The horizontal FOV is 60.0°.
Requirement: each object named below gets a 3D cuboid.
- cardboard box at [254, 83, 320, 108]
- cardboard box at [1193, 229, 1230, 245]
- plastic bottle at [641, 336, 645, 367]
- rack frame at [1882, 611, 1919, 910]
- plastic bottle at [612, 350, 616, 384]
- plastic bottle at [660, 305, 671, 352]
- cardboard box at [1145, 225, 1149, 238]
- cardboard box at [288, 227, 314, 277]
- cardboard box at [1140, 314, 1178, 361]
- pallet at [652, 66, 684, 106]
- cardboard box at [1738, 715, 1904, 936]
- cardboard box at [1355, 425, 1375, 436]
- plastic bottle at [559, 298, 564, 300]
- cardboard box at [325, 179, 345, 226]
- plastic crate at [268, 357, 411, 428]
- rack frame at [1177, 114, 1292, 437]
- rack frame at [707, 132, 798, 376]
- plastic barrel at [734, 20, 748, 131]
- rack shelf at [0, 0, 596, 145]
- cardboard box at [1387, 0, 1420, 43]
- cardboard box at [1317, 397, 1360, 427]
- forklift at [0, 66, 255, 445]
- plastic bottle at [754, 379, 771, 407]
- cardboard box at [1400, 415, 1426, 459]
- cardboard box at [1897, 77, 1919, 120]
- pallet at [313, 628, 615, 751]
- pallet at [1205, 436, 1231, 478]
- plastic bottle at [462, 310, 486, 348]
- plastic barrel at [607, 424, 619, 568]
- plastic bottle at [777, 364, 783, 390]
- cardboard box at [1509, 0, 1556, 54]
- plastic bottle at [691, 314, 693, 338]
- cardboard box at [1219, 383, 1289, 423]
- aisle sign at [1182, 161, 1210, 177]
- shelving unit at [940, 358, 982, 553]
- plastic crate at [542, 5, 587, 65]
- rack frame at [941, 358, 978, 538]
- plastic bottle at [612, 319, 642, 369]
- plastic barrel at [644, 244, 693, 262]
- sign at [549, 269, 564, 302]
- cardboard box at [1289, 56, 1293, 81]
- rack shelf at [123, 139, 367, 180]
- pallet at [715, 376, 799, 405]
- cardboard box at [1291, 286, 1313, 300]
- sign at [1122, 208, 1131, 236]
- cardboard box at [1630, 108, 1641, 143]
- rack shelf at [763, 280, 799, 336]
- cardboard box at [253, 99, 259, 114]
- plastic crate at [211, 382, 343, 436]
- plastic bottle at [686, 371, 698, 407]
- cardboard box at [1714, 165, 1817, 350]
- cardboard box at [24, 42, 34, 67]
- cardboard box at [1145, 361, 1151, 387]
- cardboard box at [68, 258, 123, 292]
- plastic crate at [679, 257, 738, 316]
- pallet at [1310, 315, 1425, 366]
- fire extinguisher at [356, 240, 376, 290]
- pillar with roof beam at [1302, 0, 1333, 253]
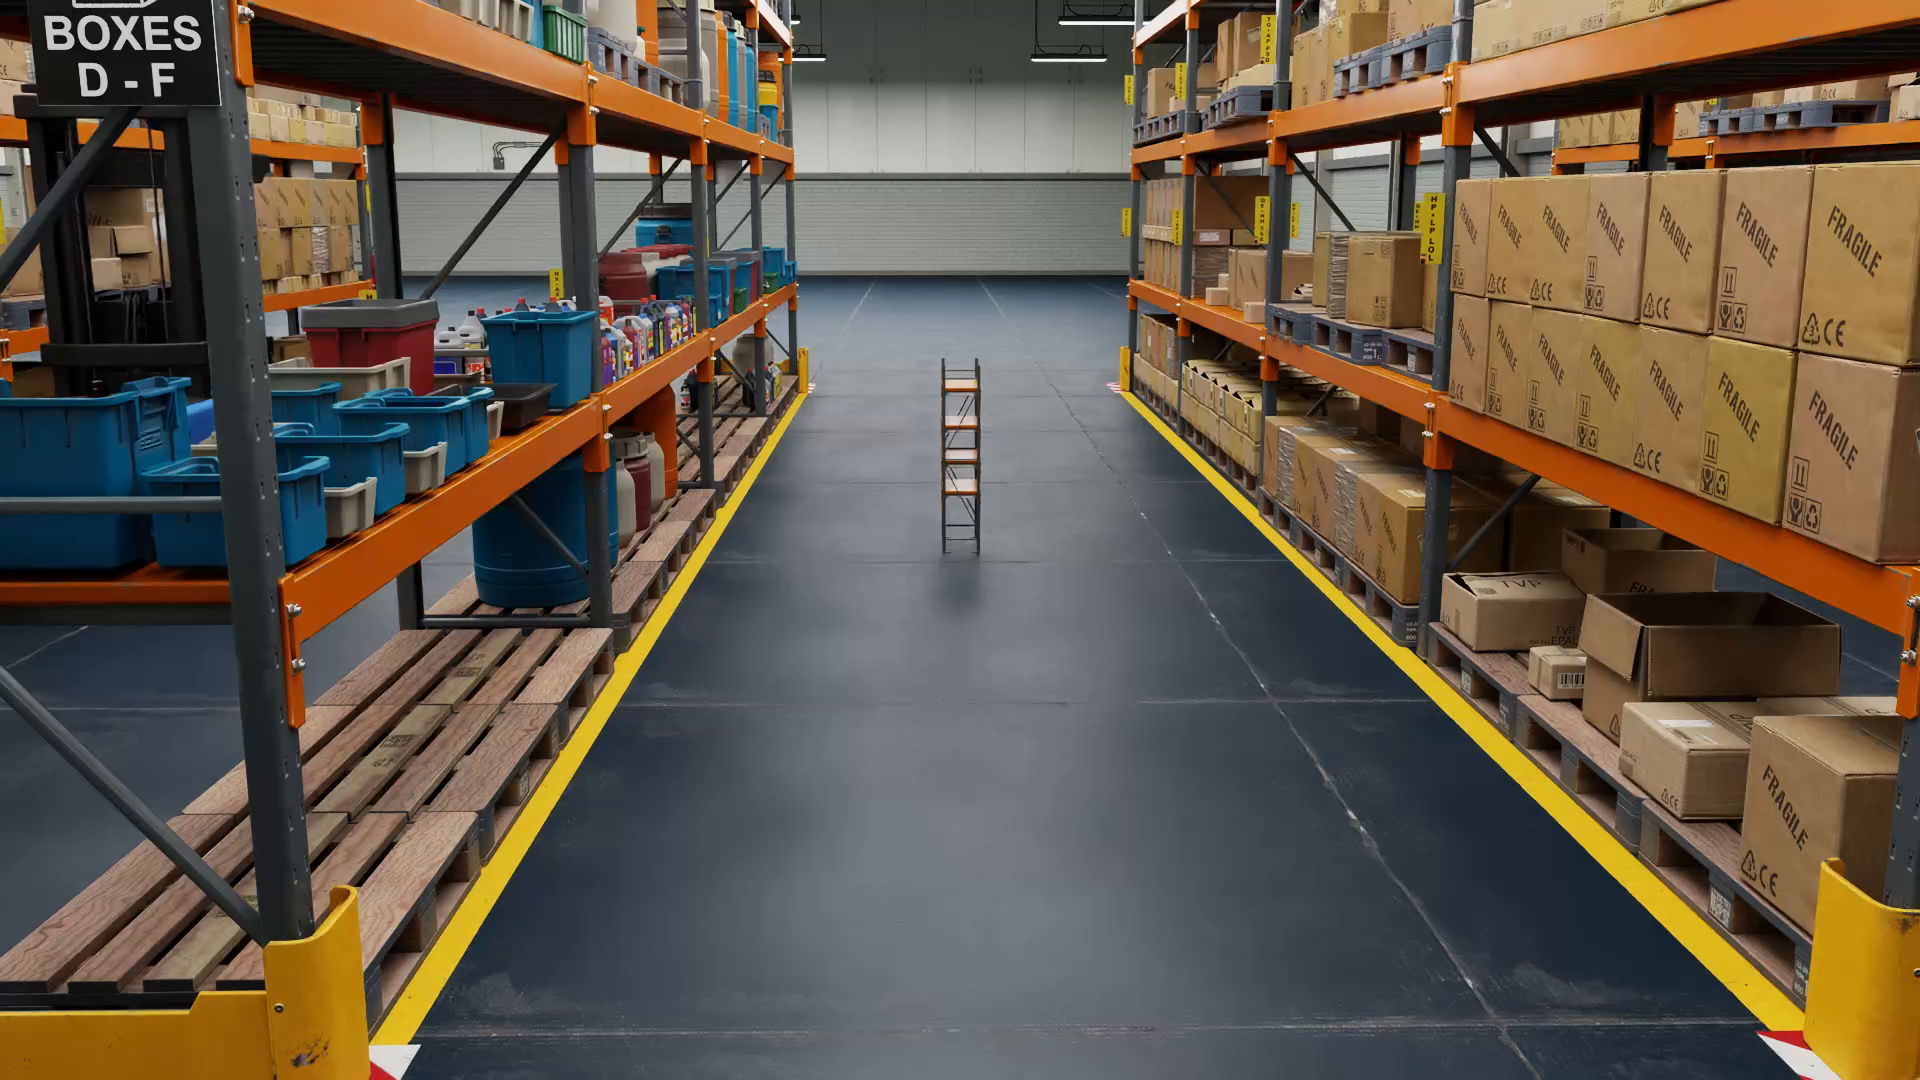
[{"bbox_3d":[-7.107,-4.836,17.548,0.500,0.500,0.500,0,11,-1],"label":"cardboard box"},{"bbox_3d":[2.375,-2.898,15.915,0.380,0.149,0.250,0,11,-1],"label":"cardboard box"},{"bbox_3d":[-1.815,-1.071,9.294,0.097,0.201,0.097,0,11,0],"label":"plastic bottle"},{"bbox_3d":[2.843,-0.092,3.969,1.000,3.000,0.127,0,11,-1],"label":"rack frame"},{"bbox_3d":[-1.797,-0.894,8.423,0.097,0.201,0.097,0,11,0],"label":"plastic bottle"},{"bbox_3d":[-1.816,-1.300,10.215,0.061,0.283,0.133,0,11,-1],"label":"plastic bottle"},{"bbox_3d":[2.313,-3.508,18.925,0.380,0.149,0.250,-1,11,-3],"label":"cardboard box"},{"bbox_3d":[-7.312,-3.020,17.402,0.875,0.500,0.500,0,11,-1],"label":"cardboard box"},{"bbox_3d":[2.313,-2.292,18.784,0.500,0.500,0.500,0,11,-1],"label":"cardboard box"},{"bbox_3d":[-2.357,-2.888,10.680,1.003,0.211,1.213,0,11,-1],"label":"pallet"},{"bbox_3d":[2.585,0.810,4.702,0.500,0.500,0.500,0,11,-1],"label":"cardboard box"},{"bbox_3d":[2.932,-0.488,11.101,0.500,0.500,0.500,0,11,1],"label":"cardboard box"},{"bbox_3d":[-2.628,-1.453,10.969,0.061,0.283,0.133,0,11,-1],"label":"plastic bottle"},{"bbox_3d":[-7.118,-3.710,18.287,0.500,0.500,0.500,0,11,-1],"label":"cardboard box"},{"bbox_3d":[-2.345,-0.535,6.298,0.437,0.282,0.530,0,11,-1],"label":"plastic crate"},{"bbox_3d":[2.595,-2.478,15.727,1.000,3.000,0.127,0,11,-1],"label":"rack frame"},{"bbox_3d":[-2.440,-3.253,19.550,1.000,3.000,0.127,0,11,-1],"label":"rack frame"},{"bbox_3d":[-2.116,-3.944,14.148,0.600,0.901,0.600,0,11,0],"label":"plastic barrel"},{"bbox_3d":[-2.151,-1.588,5.606,1.077,0.370,4.000,0,11,-1],"label":"rack shelf"},{"bbox_3d":[2.793,-3.027,9.331,0.600,0.600,0.600,-1,11,-3],"label":"cardboard box"},{"bbox_3d":[2.960,-0.921,12.503,0.500,0.311,0.500,0,11,1],"label":"cardboard box"},{"bbox_3d":[-4.875,-1.285,10.021,1.130,2.935,3.031,-1,11,-4],"label":"forklift"},{"bbox_3d":[-1.960,-1.468,16.495,0.152,0.276,0.135,0,11,1],"label":"plastic bottle"},{"bbox_3d":[2.962,-0.641,9.969,0.500,0.250,0.500,0,11,-2],"label":"cardboard box"},{"bbox_3d":[7.345,-3.282,12.320,0.500,0.311,0.500,0,11,-1],"label":"cardboard box"},{"bbox_3d":[-2.138,0.645,7.349,1.003,0.211,1.213,0,11,-1],"label":"pallet"},{"bbox_3d":[2.677,-0.722,14.085,1.003,0.211,1.213,0,11,-1],"label":"pallet"},{"bbox_3d":[-2.538,-1.025,8.691,0.144,0.351,0.185,0,11,-1],"label":"plastic bottle"},{"bbox_3d":[-2.201,-0.294,9.186,0.600,0.901,0.708,0,11,-1],"label":"plastic barrel"},{"bbox_3d":[-1.943,-1.751,17.871,0.061,0.283,0.133,0,11,0],"label":"plastic bottle"},{"bbox_3d":[2.529,-2.087,6.634,0.500,0.250,0.500,0,11,-1],"label":"cardboard box"},{"bbox_3d":[-1.856,-1.464,11.230,0.097,0.201,0.097,0,11,0],"label":"plastic bottle"},{"bbox_3d":[2.396,-1.122,13.496,0.500,0.311,0.500,0,11,-2],"label":"cardboard box"},{"bbox_3d":[2.805,-4.561,19.458,0.394,0.787,0.004,0,11,-1],"label":"aisle sign"},{"bbox_3d":[0.003,-0.555,10.778,0.258,1.200,0.503,0,11,-1],"label":"shelving unit"},{"bbox_3d":[-1.881,-2.151,7.106,0.450,0.188,0.662,0,11,-1],"label":"plastic crate"},{"bbox_3d":[-0.002,-0.604,11.017,0.240,1.200,0.015,0,11,-1],"label":"rack frame"},{"bbox_3d":[-1.840,-1.085,9.173,0.152,0.276,0.135,0,11,-1],"label":"plastic bottle"},{"bbox_3d":[-2.557,-2.334,14.675,0.433,0.535,0.433,0,11,0],"label":"plastic barrel"},{"bbox_3d":[-2.825,-1.739,11.677,0.100,0.325,0.005,0,11,-1],"label":"sign"},{"bbox_3d":[2.612,-3.375,11.926,0.500,0.250,0.500,-1,12,-5],"label":"cardboard box"},{"bbox_3d":[-7.351,-3.953,17.263,1.077,0.370,4.000,0,11,-1],"label":"rack shelf"},{"bbox_3d":[-2.380,-1.710,18.957,1.003,0.211,1.213,0,11,-1],"label":"pallet"},{"bbox_3d":[2.714,-1.711,12.174,0.500,0.311,0.500,0,11,2],"label":"cardboard box"},{"bbox_3d":[1.957,-3.735,19.547,0.100,0.325,0.005,0,11,-1],"label":"sign"},{"bbox_3d":[7.243,-4.337,17.049,0.500,0.500,0.500,-1,11,-3],"label":"cardboard box"},{"bbox_3d":[-2.399,-2.503,17.662,1.077,0.370,4.000,0,11,-1],"label":"rack shelf"},{"bbox_3d":[-7.114,-4.251,16.298,0.380,0.149,0.250,0,11,1],"label":"cardboard box"},{"bbox_3d":[-2.408,-0.427,5.890,0.416,0.233,0.300,0,11,-1],"label":"plastic crate"},{"bbox_3d":[-2.659,-1.502,16.475,0.144,0.351,0.185,-1,11,-3],"label":"plastic bottle"},{"bbox_3d":[2.547,-0.819,4.785,0.500,0.500,0.500,0,11,0],"label":"cardboard box"},{"bbox_3d":[-6.986,-3.602,12.216,0.500,0.500,0.500,0,11,-1],"label":"cardboard box"},{"bbox_3d":[2.325,-1.825,18.368,0.500,0.250,0.500,0,11,-1],"label":"cardboard box"},{"bbox_3d":[-7.031,-2.109,13.231,0.500,0.250,0.500,-1,11,-3],"label":"cardboard box"},{"bbox_3d":[-2.002,-2.017,13.294,0.402,0.464,0.583,0,11,-1],"label":"plastic crate"},{"bbox_3d":[2.722,-1.202,9.922,1.003,0.211,1.213,0,11,-1],"label":"pallet"},{"bbox_3d":[-6.934,-3.220,19.579,0.296,0.674,0.183,0,11,-1],"label":"fire extinguisher"},{"bbox_3d":[3.668,-9.659,36.035,9.100,9.000,0.548,0,11,-1],"label":"pillar with roof beam"}]
